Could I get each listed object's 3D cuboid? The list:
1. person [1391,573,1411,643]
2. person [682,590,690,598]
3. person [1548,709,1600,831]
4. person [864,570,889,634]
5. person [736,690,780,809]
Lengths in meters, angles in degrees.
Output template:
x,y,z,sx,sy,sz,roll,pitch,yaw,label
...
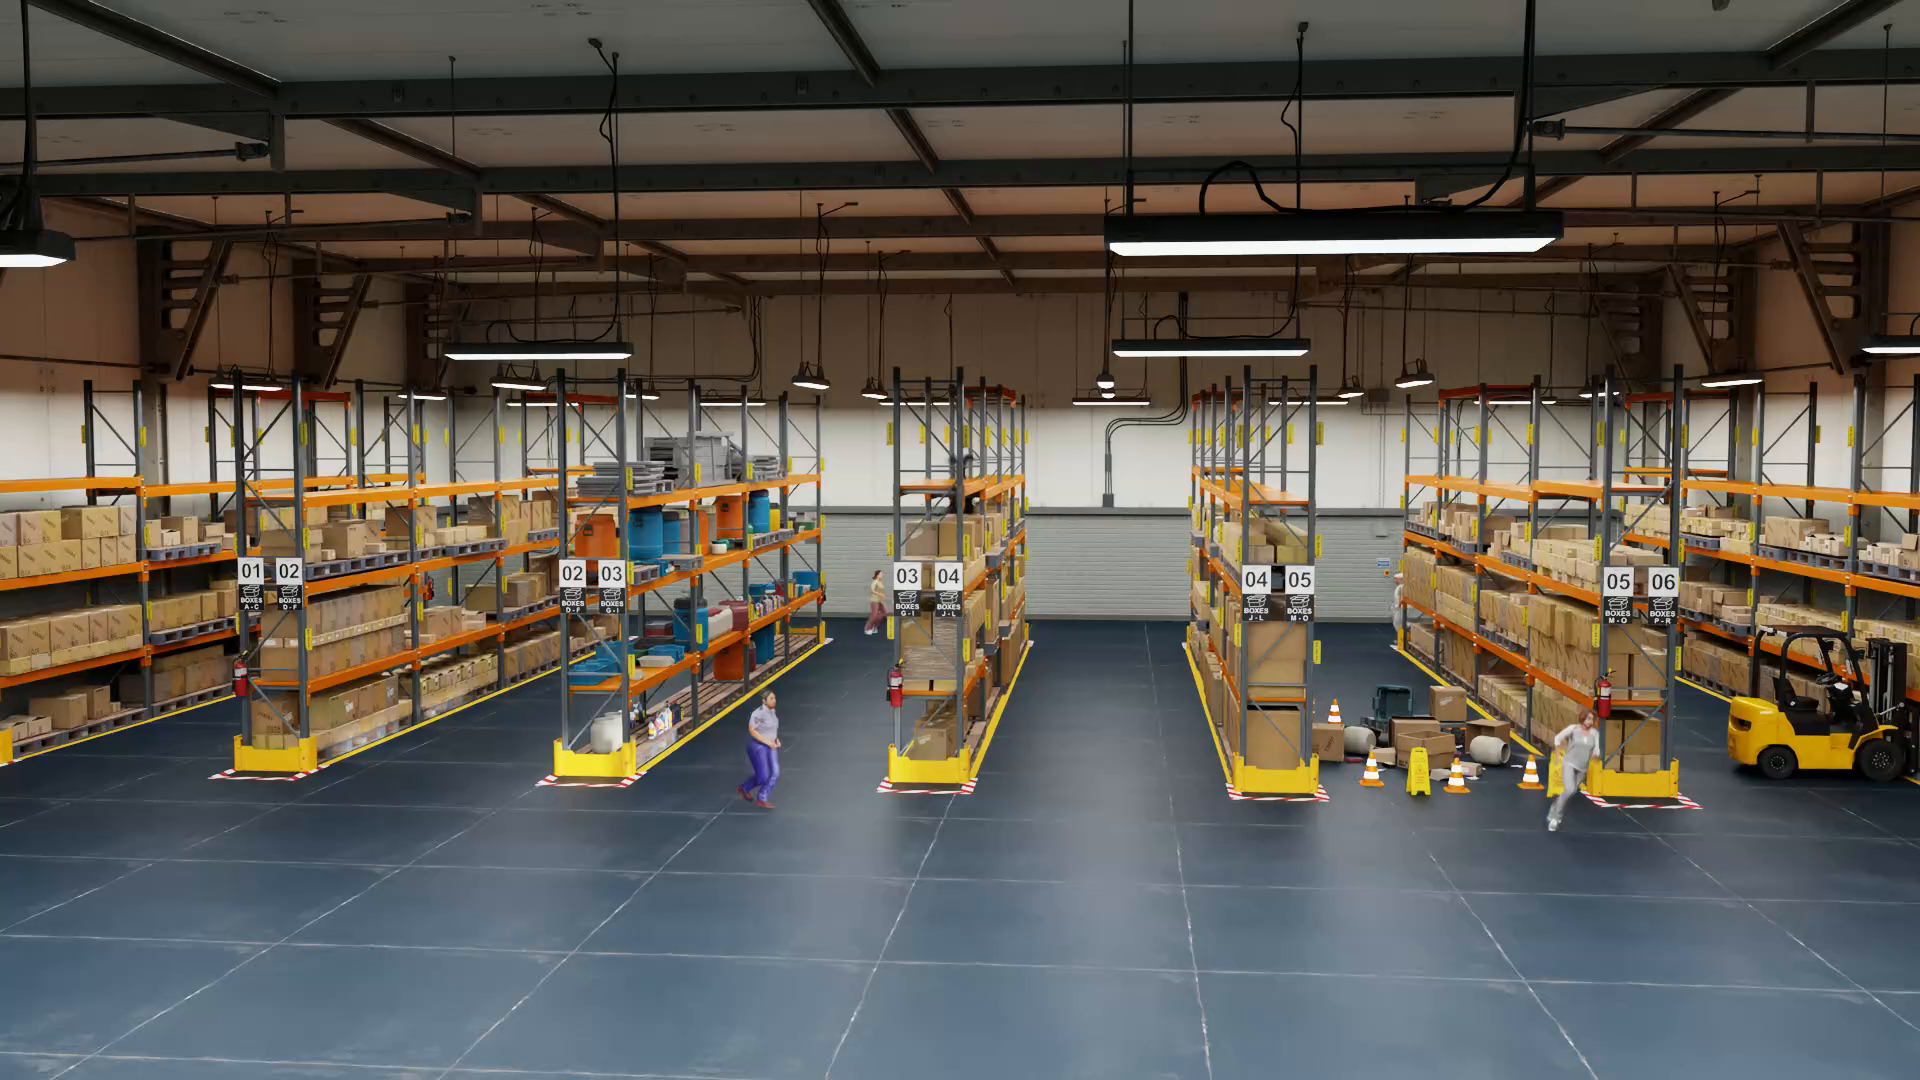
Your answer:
x,y,z,sx,sy,sz,roll,pitch,yaw,label
10.733,1.650,40.219,0.625,1.727,0.651,1,4,11,person
-5.971,1.928,36.240,0.610,1.701,0.636,1,4,21,person
7.759,2.899,21.120,0.680,1.530,0.726,0,4,-6,person
-2.094,1.561,42.138,0.622,1.617,0.608,2,4,27,person
-2.741,2.817,22.481,0.645,1.606,0.588,2,4,31,person
